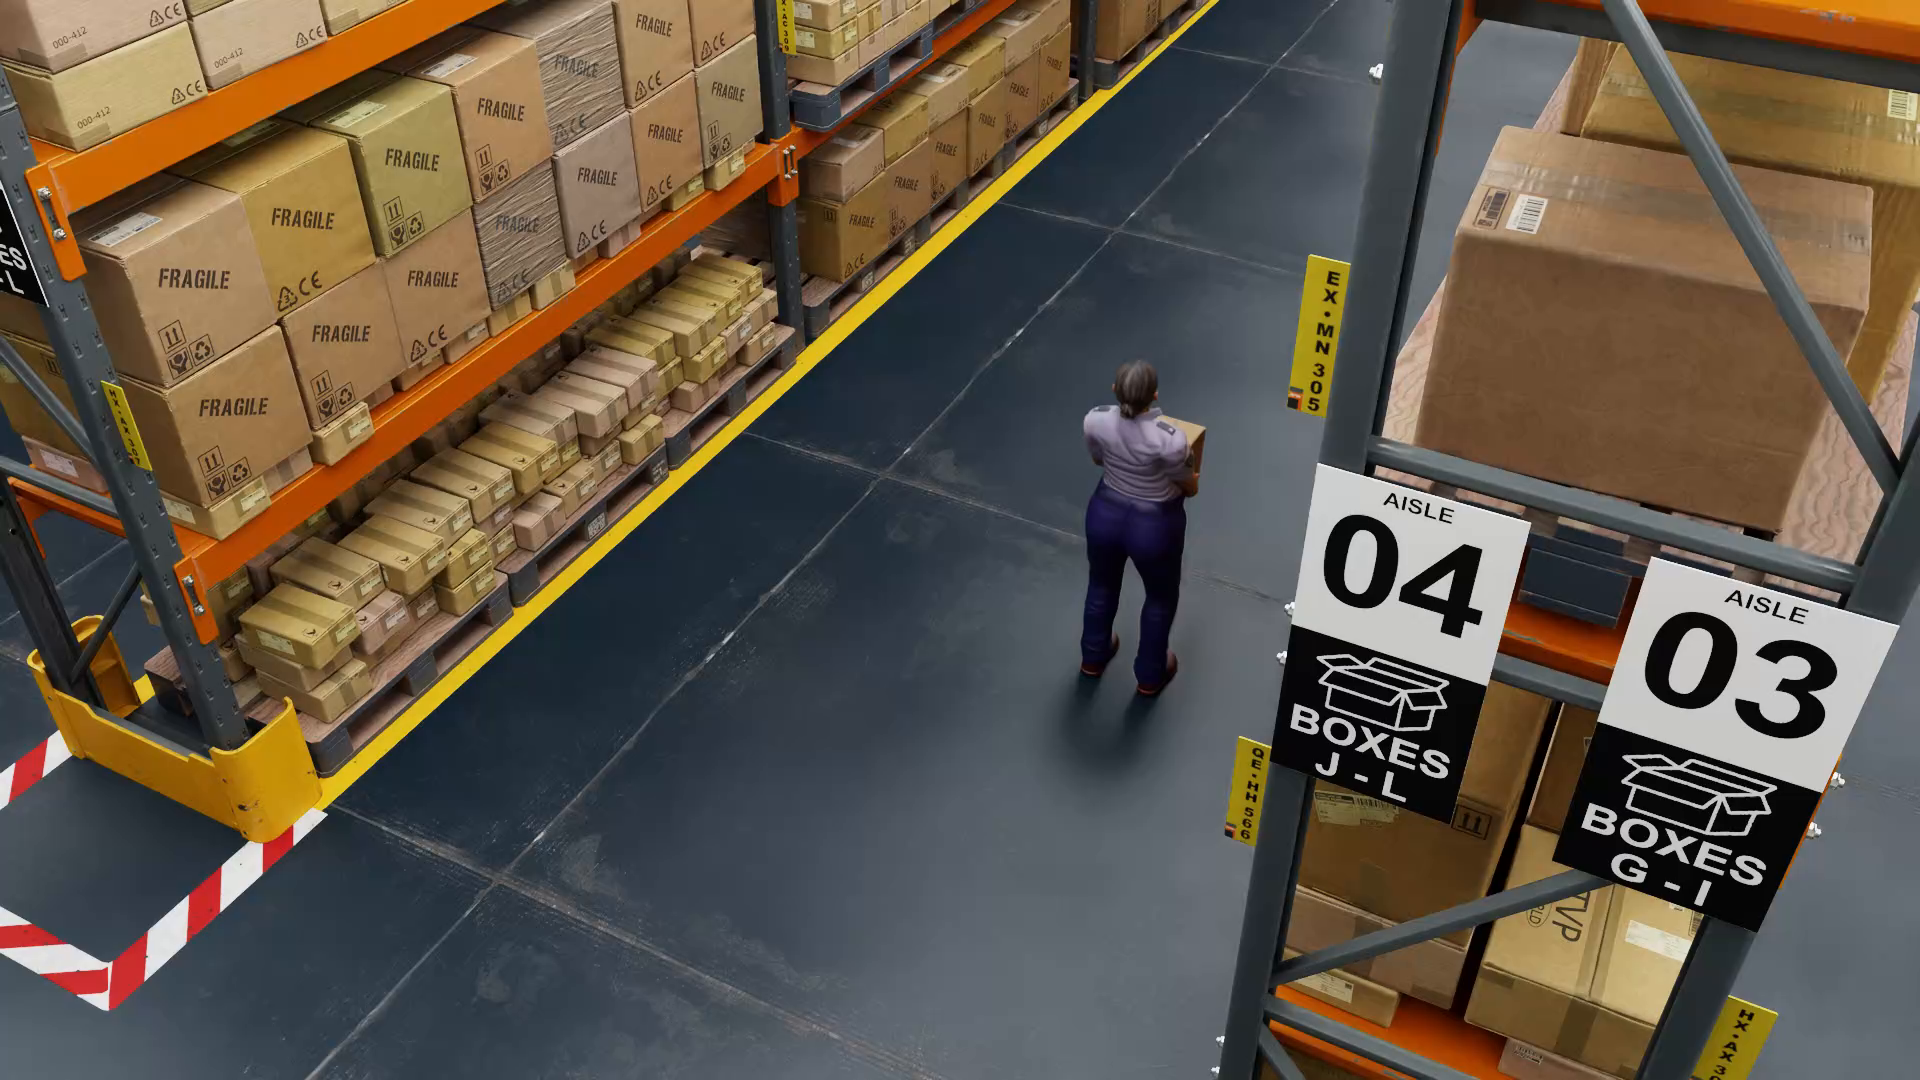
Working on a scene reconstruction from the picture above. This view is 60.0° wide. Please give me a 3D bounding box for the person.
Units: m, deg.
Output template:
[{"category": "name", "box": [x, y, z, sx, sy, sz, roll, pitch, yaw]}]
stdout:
[{"category": "person", "box": [0.718, -0.076, 6.850, 0.564, 1.652, 0.366, 16, 41, 19]}]
